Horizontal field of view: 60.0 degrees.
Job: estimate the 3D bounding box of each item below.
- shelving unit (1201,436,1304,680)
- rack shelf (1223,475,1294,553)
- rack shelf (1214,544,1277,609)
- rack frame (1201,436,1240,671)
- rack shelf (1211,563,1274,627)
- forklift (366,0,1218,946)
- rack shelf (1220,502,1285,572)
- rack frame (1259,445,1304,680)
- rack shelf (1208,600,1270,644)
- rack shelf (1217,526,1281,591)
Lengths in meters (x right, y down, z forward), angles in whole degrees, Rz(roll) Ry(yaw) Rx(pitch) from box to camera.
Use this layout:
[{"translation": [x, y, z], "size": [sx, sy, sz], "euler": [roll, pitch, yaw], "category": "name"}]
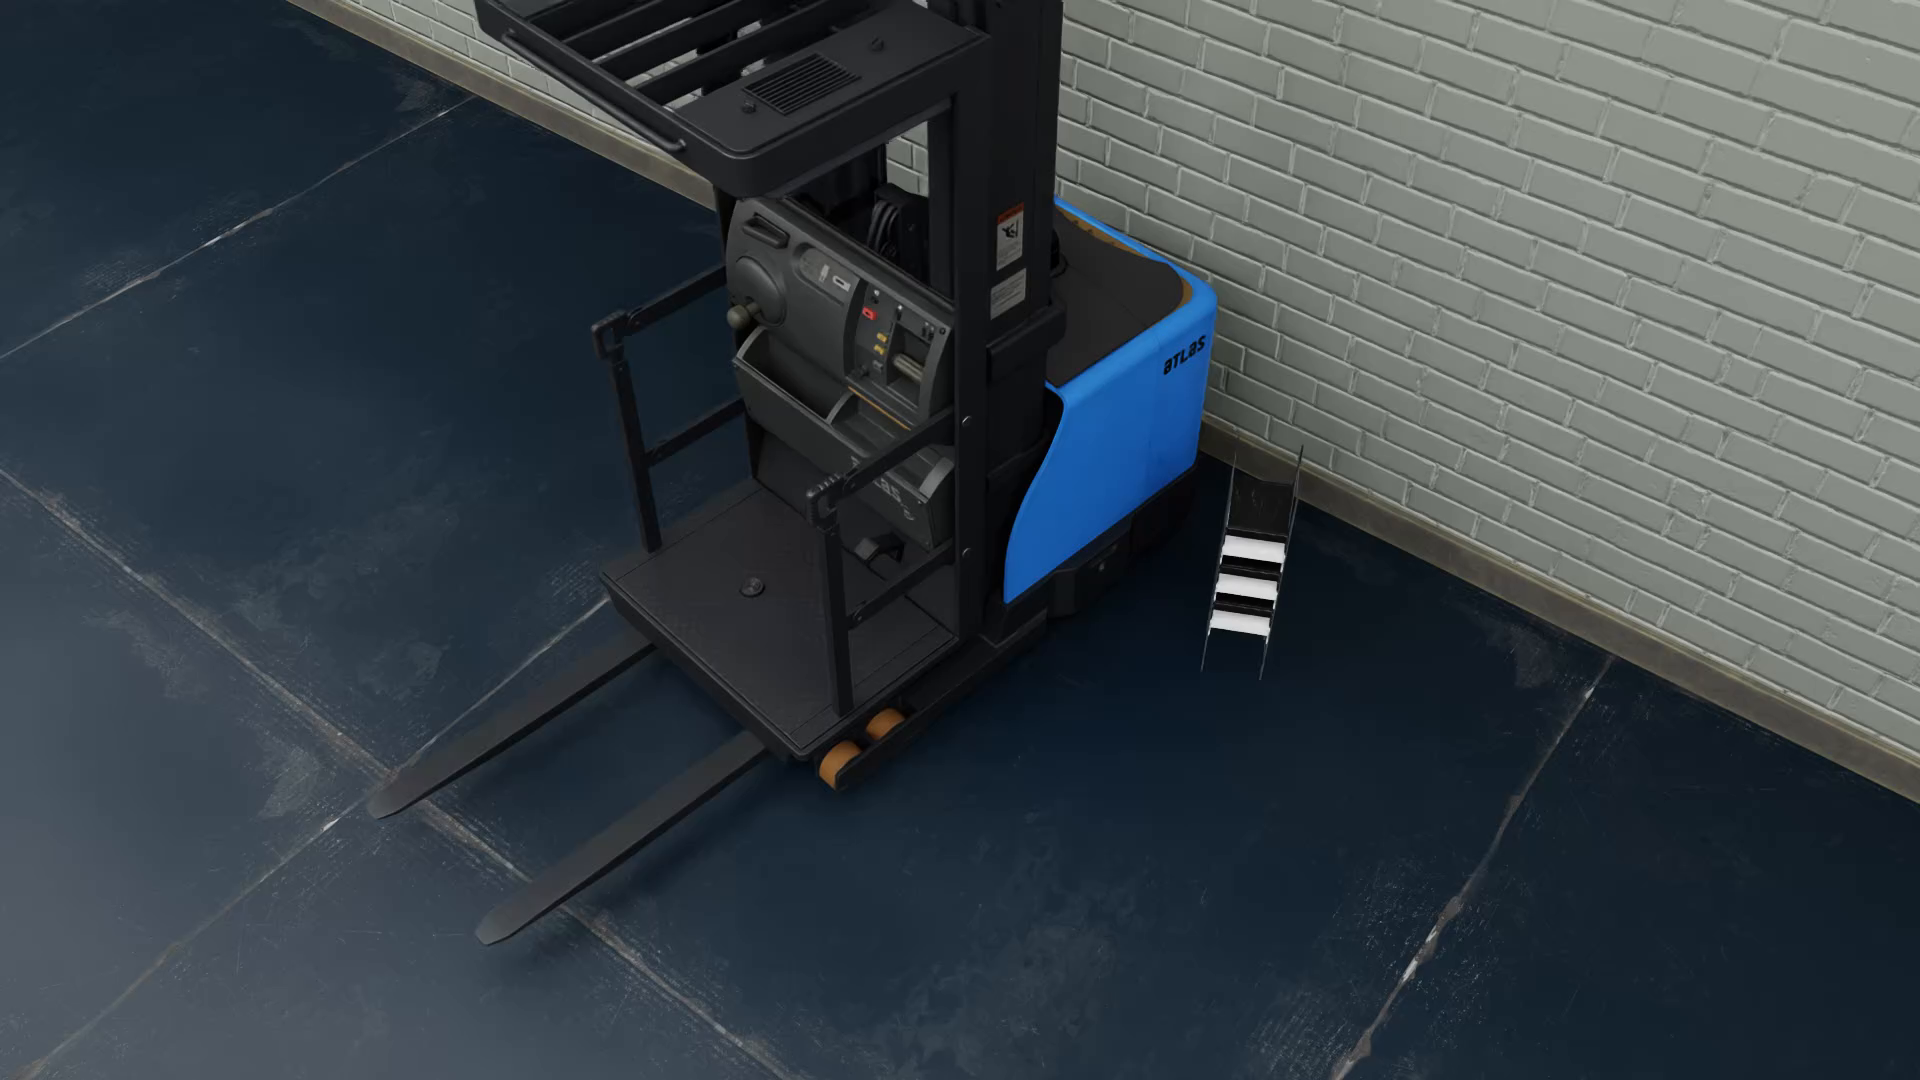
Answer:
[{"translation": [0.968, 0.077, 5.554], "size": [0.210, 0.900, 0.258], "euler": [8, 47, 8], "category": "shelving unit"}, {"translation": [0.968, -0.086, 5.383], "size": [0.200, 0.077, 0.258], "euler": [8, 47, 8], "category": "rack shelf"}, {"translation": [0.968, 0.100, 5.578], "size": [0.200, 0.077, 0.258], "euler": [8, 47, 8], "category": "rack shelf"}, {"translation": [0.868, 0.062, 5.568], "size": [0.006, 0.900, 0.240], "euler": [8, 47, 8], "category": "rack frame"}, {"translation": [0.968, 0.162, 5.643], "size": [0.200, 0.077, 0.258], "euler": [8, 47, 8], "category": "rack shelf"}, {"translation": [-0.524, -0.617, 4.813], "size": [3.031, 2.935, 1.130], "euler": [-35, 56, -29], "category": "forklift"}, {"translation": [0.968, -0.024, 5.448], "size": [0.200, 0.077, 0.258], "euler": [8, 47, 8], "category": "rack shelf"}, {"translation": [1.067, 0.092, 5.540], "size": [0.006, 0.900, 0.240], "euler": [8, 47, 8], "category": "rack frame"}, {"translation": [0.968, 0.224, 5.708], "size": [0.200, 0.077, 0.258], "euler": [8, 47, 8], "category": "rack shelf"}, {"translation": [0.968, 0.038, 5.513], "size": [0.200, 0.077, 0.258], "euler": [8, 47, 8], "category": "rack shelf"}]
